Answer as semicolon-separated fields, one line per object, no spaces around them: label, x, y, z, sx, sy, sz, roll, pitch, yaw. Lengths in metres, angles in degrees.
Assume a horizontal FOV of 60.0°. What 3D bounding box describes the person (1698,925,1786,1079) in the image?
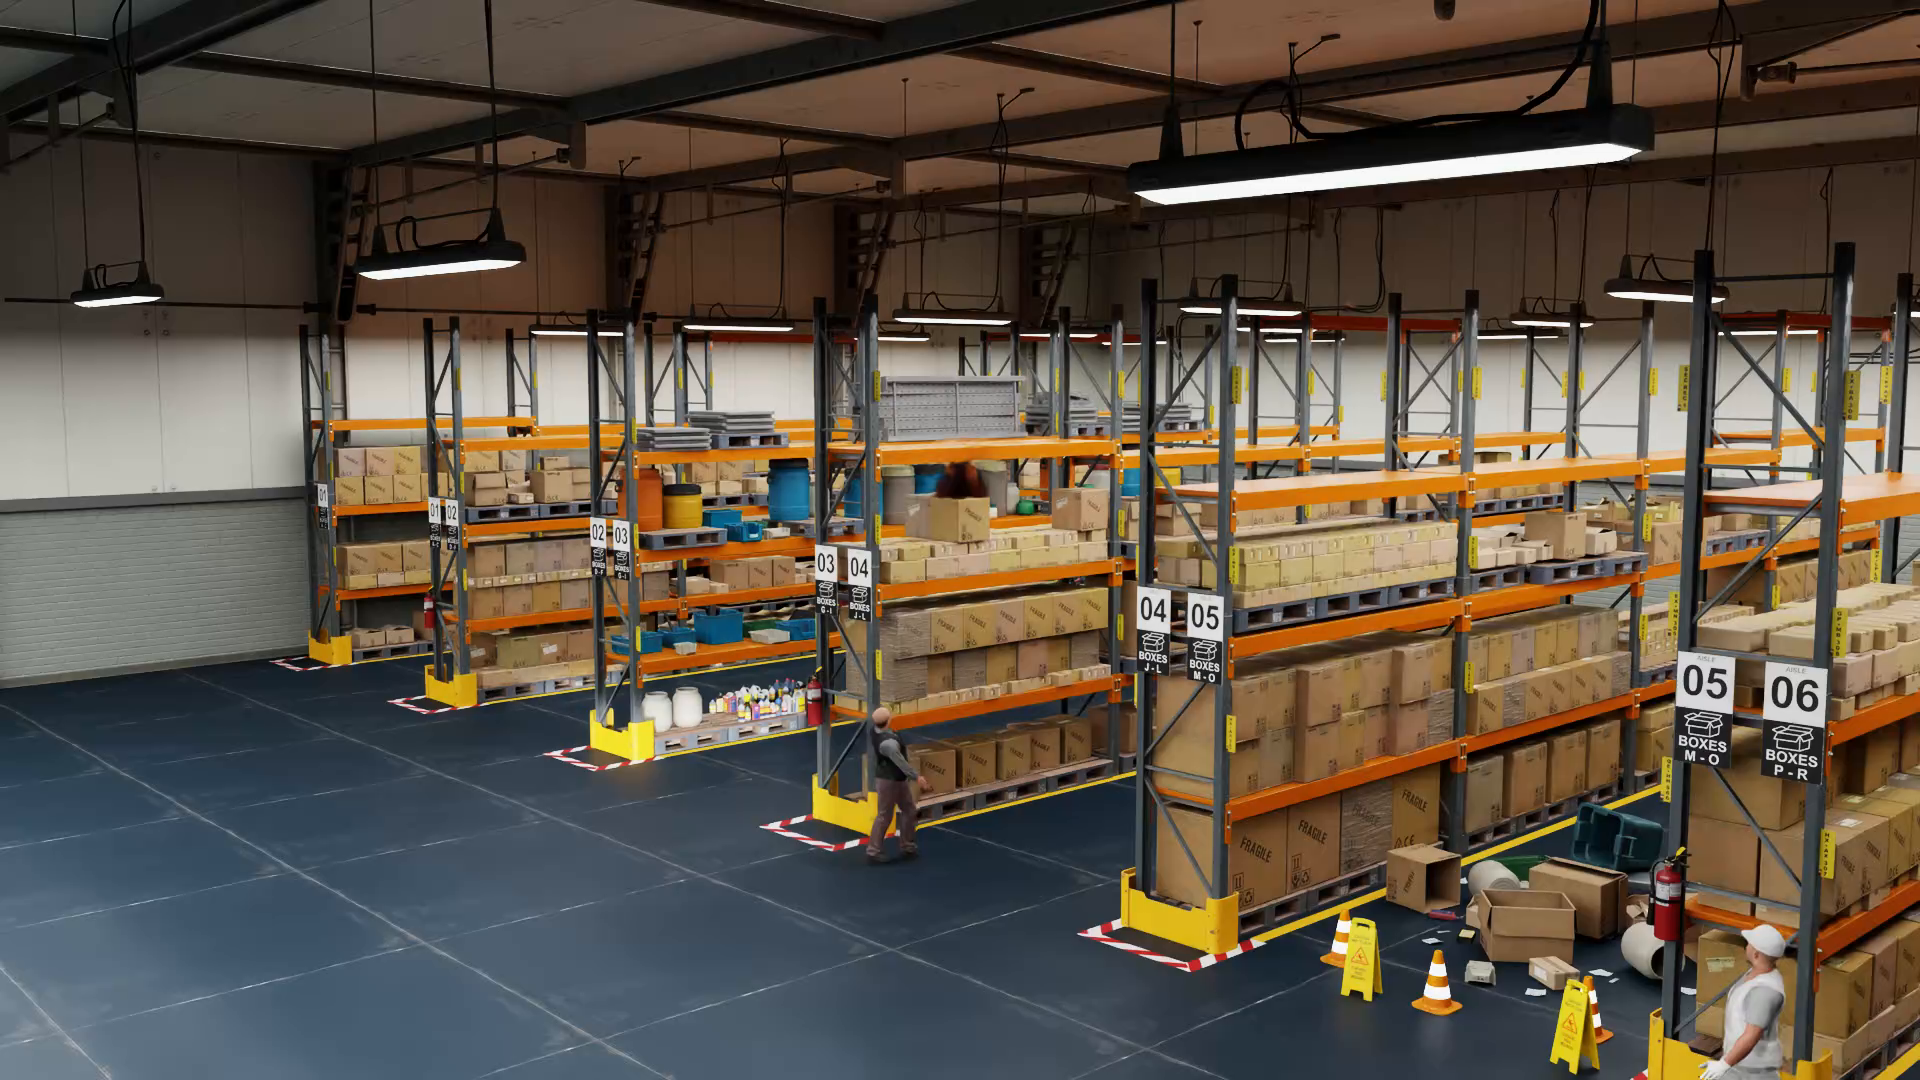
person;4.812;3.231;10.338;1.040;1.723;0.562;1;6;7

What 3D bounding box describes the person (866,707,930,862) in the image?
person;-0.651;2.588;17.521;0.684;1.738;0.624;1;6;8
